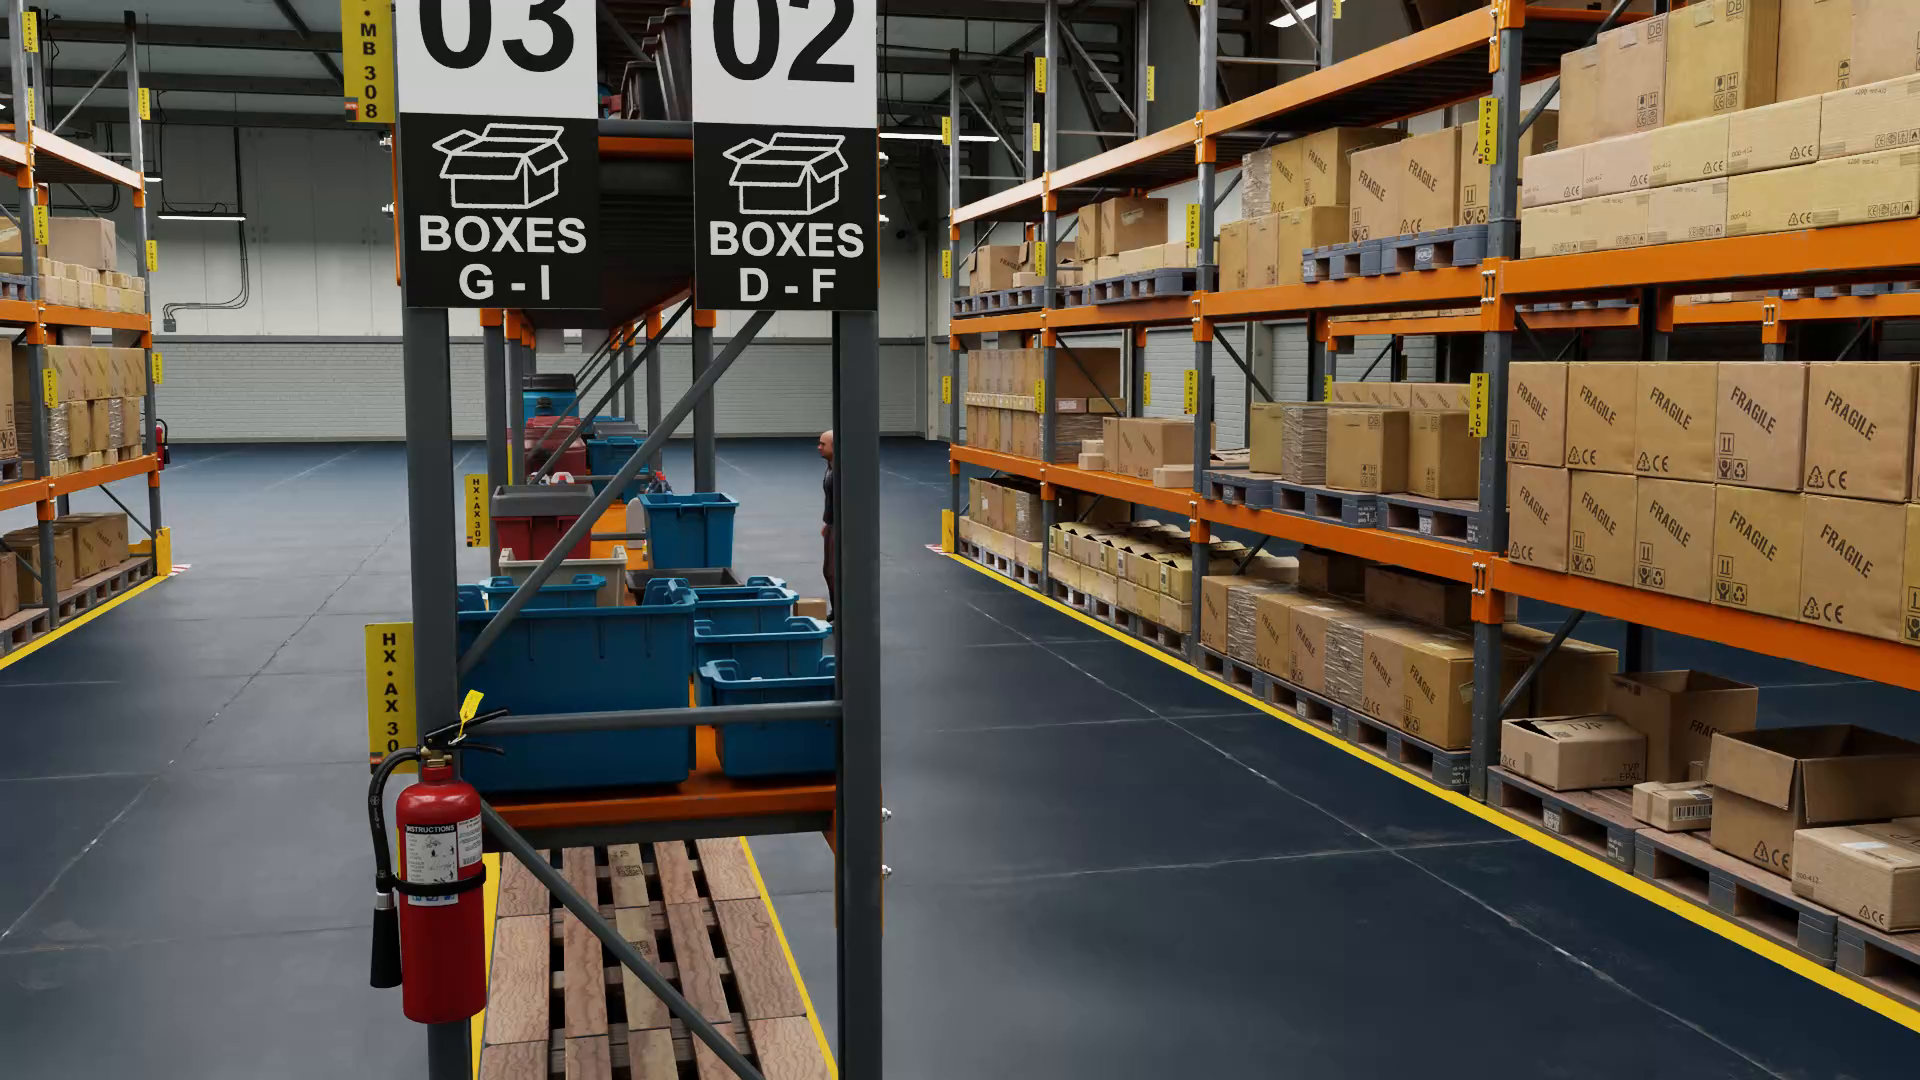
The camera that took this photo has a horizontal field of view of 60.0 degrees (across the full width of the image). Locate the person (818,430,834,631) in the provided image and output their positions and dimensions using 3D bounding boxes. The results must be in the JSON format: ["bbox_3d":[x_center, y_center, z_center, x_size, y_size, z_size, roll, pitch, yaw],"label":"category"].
[{"bbox_3d":[-1.034,-0.091,14.410,0.416,1.722,0.590,-2,6,-16],"label":"person"}]
